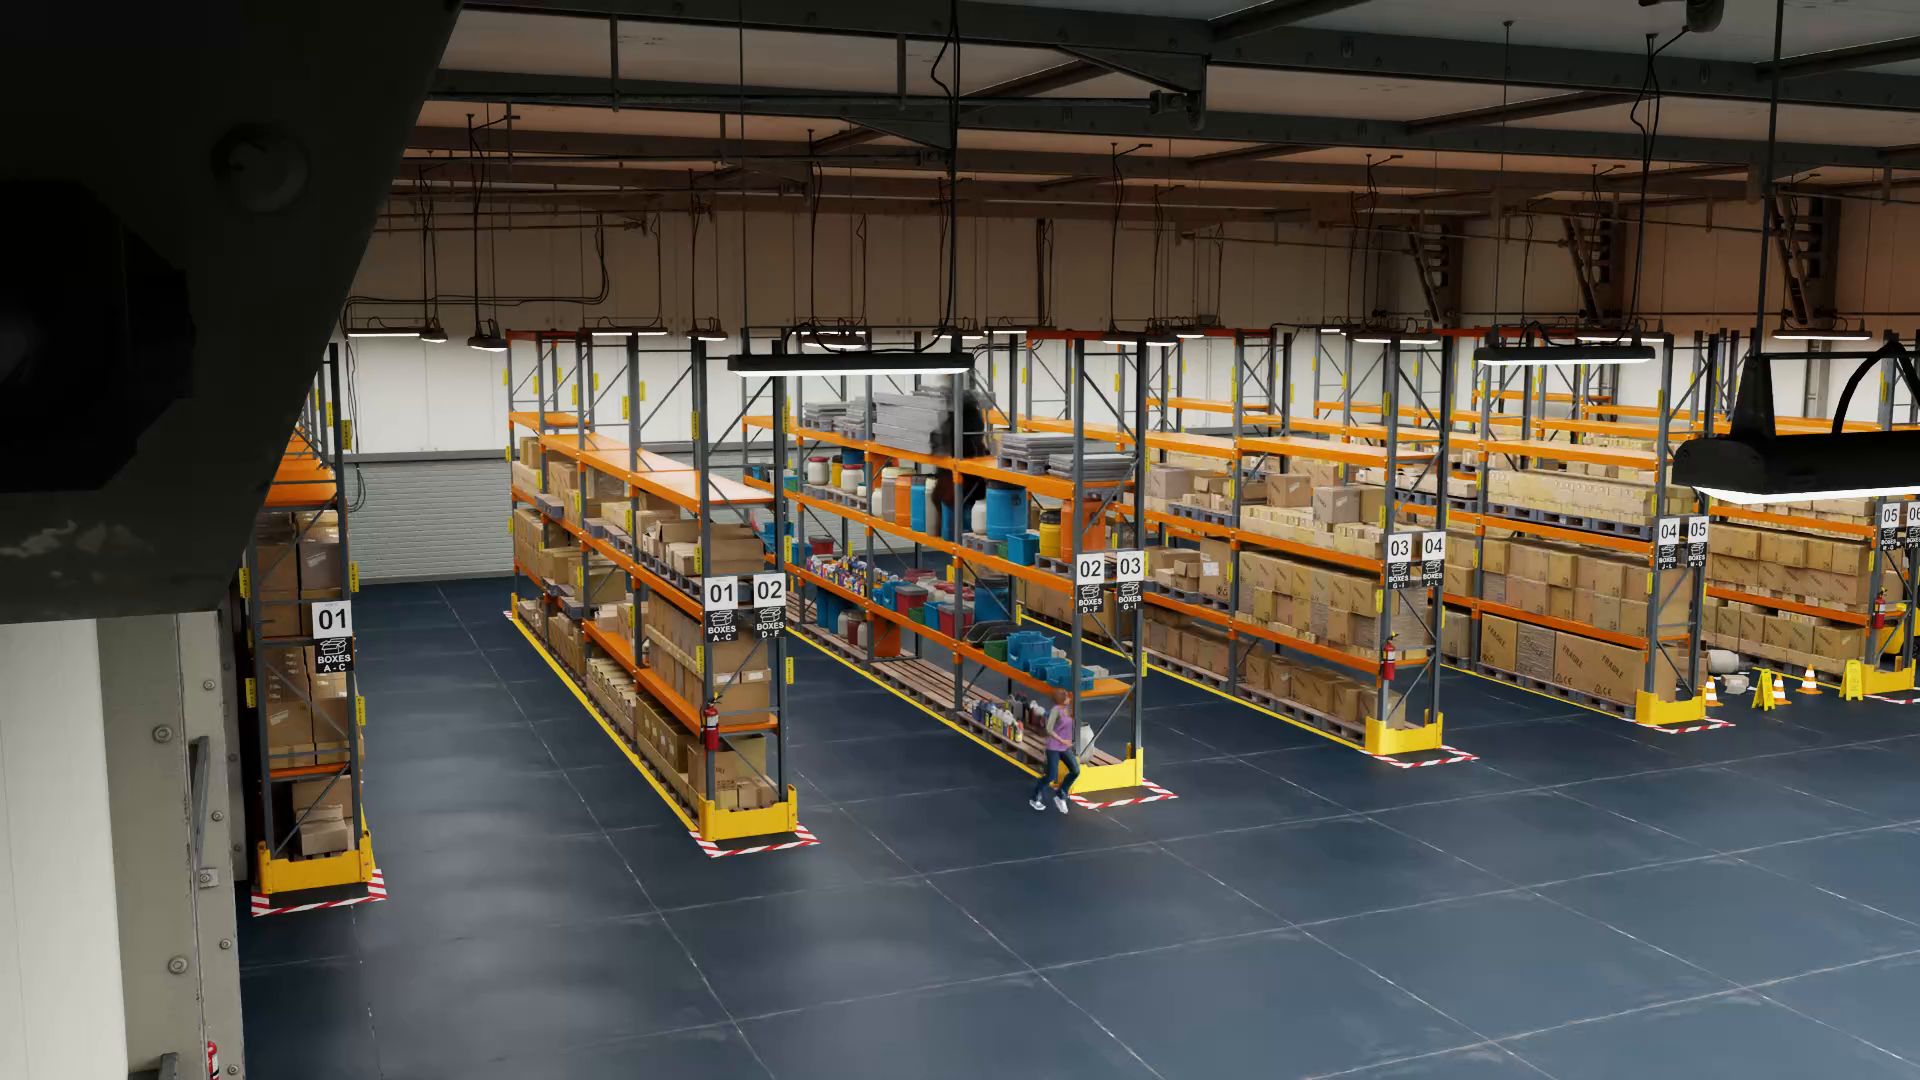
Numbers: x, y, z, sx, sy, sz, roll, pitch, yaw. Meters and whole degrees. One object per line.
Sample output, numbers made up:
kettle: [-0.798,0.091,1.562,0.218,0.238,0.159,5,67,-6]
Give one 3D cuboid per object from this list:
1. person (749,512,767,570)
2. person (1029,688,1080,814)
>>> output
person: [-4.821,0.234,38.673,0.778,1.800,0.631,-3,8,-19]
person: [1.259,2.681,21.259,0.611,1.579,0.602,5,9,33]
